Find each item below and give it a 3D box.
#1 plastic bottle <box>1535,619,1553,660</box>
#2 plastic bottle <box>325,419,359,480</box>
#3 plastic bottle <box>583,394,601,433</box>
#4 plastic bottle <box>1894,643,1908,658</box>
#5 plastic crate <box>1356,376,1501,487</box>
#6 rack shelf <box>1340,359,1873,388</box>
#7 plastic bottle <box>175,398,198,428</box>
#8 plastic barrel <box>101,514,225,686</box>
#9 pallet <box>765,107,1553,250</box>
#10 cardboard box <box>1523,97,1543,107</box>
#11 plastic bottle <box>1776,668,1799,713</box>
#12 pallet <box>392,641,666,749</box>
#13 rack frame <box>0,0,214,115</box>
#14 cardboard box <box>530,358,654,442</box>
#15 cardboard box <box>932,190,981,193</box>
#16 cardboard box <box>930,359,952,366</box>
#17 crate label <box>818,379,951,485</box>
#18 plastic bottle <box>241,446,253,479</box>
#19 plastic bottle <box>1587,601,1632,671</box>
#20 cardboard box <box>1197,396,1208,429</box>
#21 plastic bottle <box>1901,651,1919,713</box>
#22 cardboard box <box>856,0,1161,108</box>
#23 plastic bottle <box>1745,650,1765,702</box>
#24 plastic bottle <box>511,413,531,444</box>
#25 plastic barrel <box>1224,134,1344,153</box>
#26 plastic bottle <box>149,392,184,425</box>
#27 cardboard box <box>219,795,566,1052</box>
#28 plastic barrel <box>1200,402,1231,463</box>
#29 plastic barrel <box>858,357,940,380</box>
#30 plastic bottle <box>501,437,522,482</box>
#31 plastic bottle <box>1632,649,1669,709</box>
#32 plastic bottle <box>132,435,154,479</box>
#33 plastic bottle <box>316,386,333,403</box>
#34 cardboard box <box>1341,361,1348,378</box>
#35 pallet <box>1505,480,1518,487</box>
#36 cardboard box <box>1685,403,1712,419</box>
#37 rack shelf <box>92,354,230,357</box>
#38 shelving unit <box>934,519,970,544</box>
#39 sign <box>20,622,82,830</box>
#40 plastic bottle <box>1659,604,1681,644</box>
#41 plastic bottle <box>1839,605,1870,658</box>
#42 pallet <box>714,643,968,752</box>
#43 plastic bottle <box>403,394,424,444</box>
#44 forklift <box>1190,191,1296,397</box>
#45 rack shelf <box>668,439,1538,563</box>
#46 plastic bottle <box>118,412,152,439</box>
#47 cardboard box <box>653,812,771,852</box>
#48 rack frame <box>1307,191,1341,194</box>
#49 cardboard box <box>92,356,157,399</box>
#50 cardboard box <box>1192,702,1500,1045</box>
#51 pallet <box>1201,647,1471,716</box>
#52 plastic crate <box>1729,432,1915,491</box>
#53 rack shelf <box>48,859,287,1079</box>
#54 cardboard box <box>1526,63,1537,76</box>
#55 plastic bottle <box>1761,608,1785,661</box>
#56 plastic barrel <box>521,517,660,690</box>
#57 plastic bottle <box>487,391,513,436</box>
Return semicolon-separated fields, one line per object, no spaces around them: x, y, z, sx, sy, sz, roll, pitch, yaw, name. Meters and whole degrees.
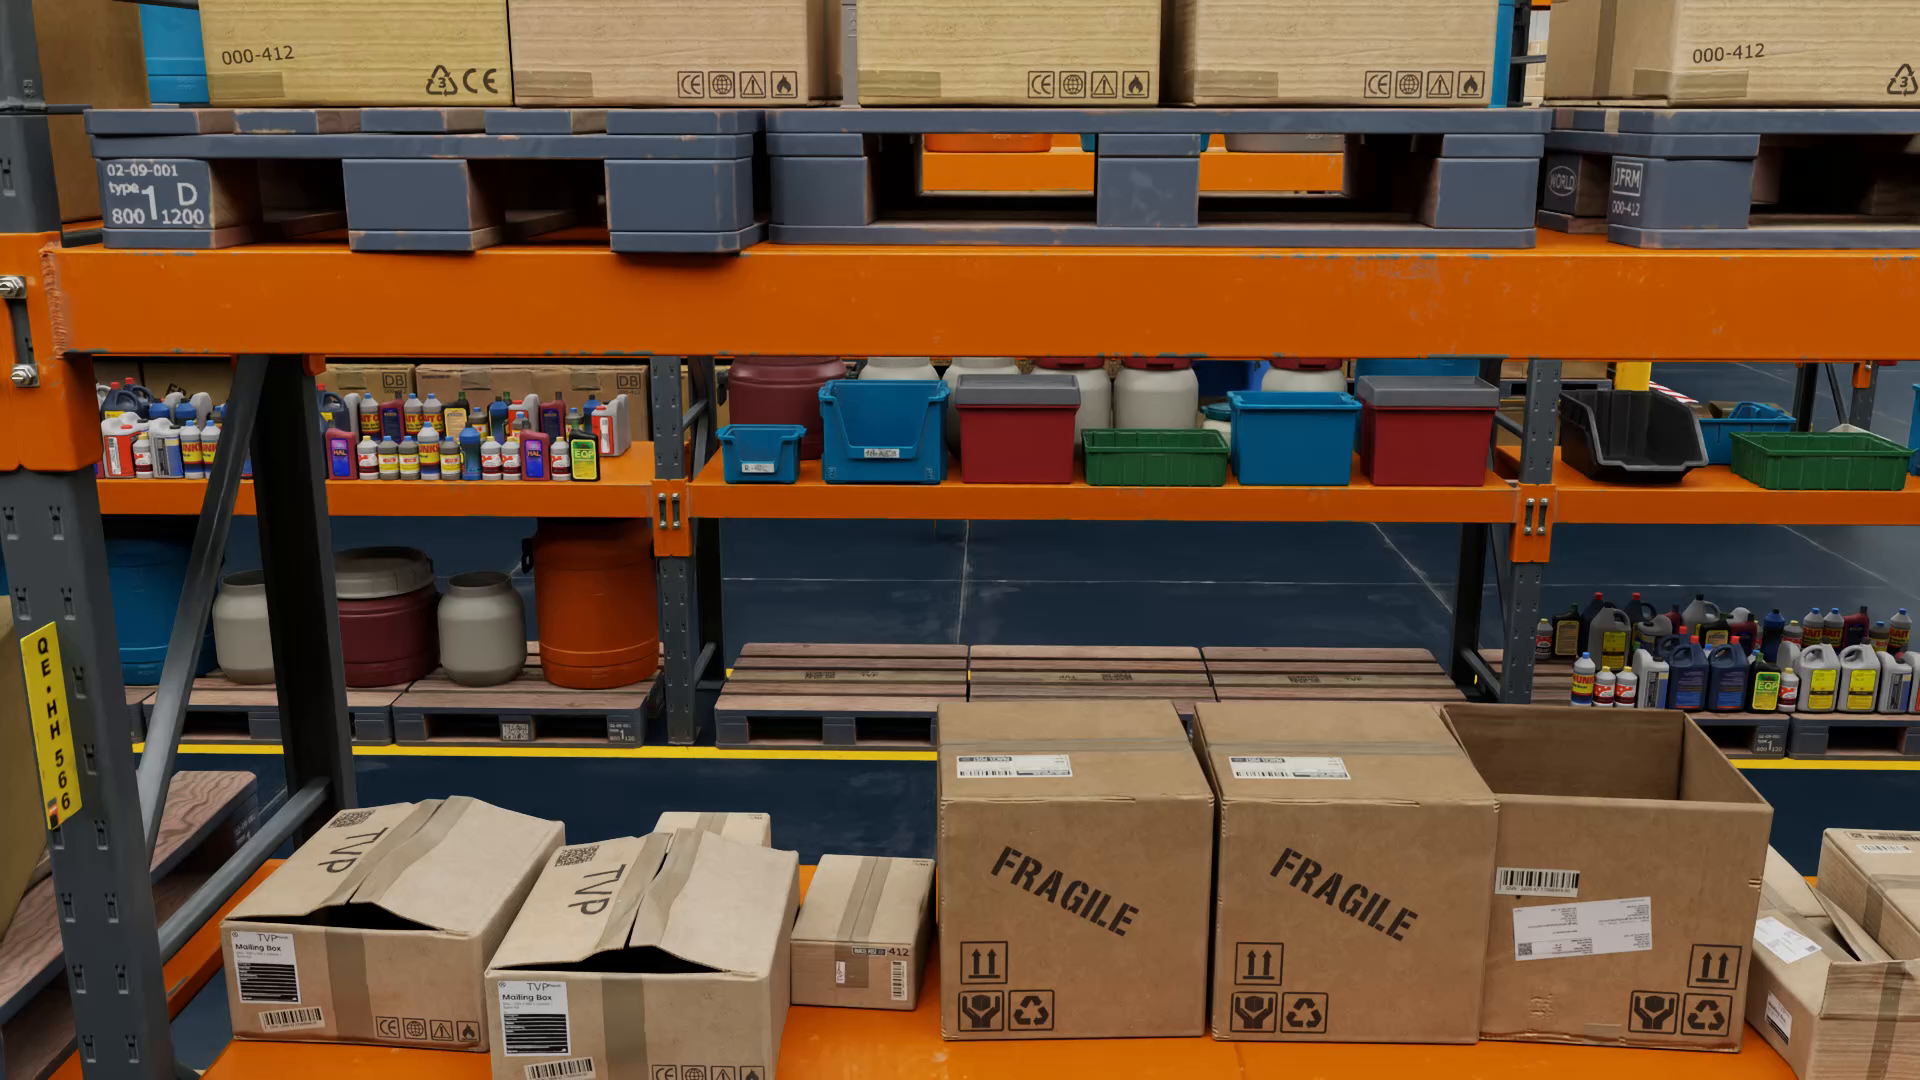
3.030;0.511;8.648;0.097;0.201;0.097;0;15;0;plastic bottle
-2.897;-0.424;7.794;0.133;0.283;0.061;0;15;1;plastic bottle
-1.879;-0.609;8.522;0.097;0.271;0.097;0;15;0;plastic bottle
4.562;0.638;8.004;0.133;0.283;0.061;0;15;1;plastic bottle
2.167;-0.509;7.763;0.583;0.464;0.402;0;15;1;plastic crate
4.785;-1.455;12.885;4.000;0.370;1.077;0;15;1;rack shelf
-3.917;-0.584;8.426;0.097;0.271;0.097;0;15;0;plastic bottle
-4.087;0.219;8.419;0.708;0.901;0.600;0;15;1;plastic barrel
0.329;-0.686;3.052;1.213;0.211;1.003;1;15;4;pallet
4.254;-3.117;12.189;0.500;0.250;0.500;0;15;-1;cardboard box
3.927;0.708;7.900;0.097;0.201;0.097;0;15;0;plastic bottle
-2.129;0.775;8.488;1.213;0.211;1.003;0;15;1;pallet
-1.470;-2.216;2.600;0.127;3.000;1.000;0;15;1;rack frame
-2.793;-1.035;13.225;0.875;0.875;1.225;0;15;2;cardboard box
-0.031;-3.629;17.561;0.500;0.500;0.700;0;15;1;cardboard box
-0.379;-2.194;17.864;0.750;0.750;1.050;0;15;1;cardboard box
-0.353;-0.520;7.863;0.616;0.435;0.502;0;15;1;crate label
-3.374;-0.470;7.838;0.185;0.351;0.144;0;15;1;plastic bottle
3.307;0.483;8.460;0.185;0.351;0.144;0;15;1;plastic bottle
1.696;-0.837;13.171;0.500;0.500;0.700;0;15;1;cardboard box
4.559;0.669;7.902;0.135;0.276;0.152;0;15;2;plastic bottle
0.081;-0.902;2.971;0.500;0.250;0.500;0;15;0;cardboard box
3.792;0.658;7.953;0.097;0.271;0.097;0;15;0;plastic bottle
-2.211;-0.539;8.392;0.097;0.201;0.097;0;15;0;plastic bottle
1.491;-2.198;7.427;0.600;0.901;0.600;0;15;0;plastic barrel
-4.067;-0.619;8.549;0.135;0.276;0.152;0;15;1;plastic bottle
-1.107;0.741;3.326;0.500;0.311;0.500;1;15;5;cardboard box
1.340;-0.534;8.253;0.301;0.262;0.301;0;15;0;plastic barrel
-0.306;-0.681;8.320;0.421;0.512;0.421;0;15;0;plastic barrel
-2.100;-0.383;7.803;0.097;0.201;0.097;0;15;0;plastic bottle
3.290;0.661;7.933;0.135;0.276;0.152;1;15;3;plastic bottle
-3.844;-0.395;7.846;0.097;0.201;0.097;0;15;0;plastic bottle
-3.310;-0.651;8.525;0.185;0.351;0.144;0;15;1;plastic bottle
3.640;-2.234;17.768;0.875;0.875;0.875;1;15;2;cardboard box
4.681;-0.465;13.188;1.213;0.211;1.003;0;15;1;pallet
5.562;-0.788;13.022;0.500;0.500;0.500;4;15;16;cardboard box
-7.211;-1.533;13.181;4.000;0.370;1.077;0;15;1;rack shelf
-0.053;-0.508;11.707;0.252;1.050;0.215;0;15;1;shelving unit
-1.474;0.301;2.703;0.005;0.325;0.100;0;15;1;sign
3.666;0.470;8.639;0.133;0.283;0.061;1;15;5;plastic bottle
4.628;0.477;8.615;0.133;0.283;0.061;1;15;2;plastic bottle
-0.566;0.785;8.453;1.213;0.211;1.003;0;15;1;pallet
-2.803;-0.615;8.545;0.097;0.271;0.097;0;15;0;plastic bottle
2.470;-2.317;14.875;1.130;2.935;3.031;6;16;22;forklift
0.660;-0.218;8.196;4.000;0.370;1.077;0;15;1;rack shelf
-3.956;-0.477;8.013;0.135;0.276;0.152;0;15;1;plastic bottle
-0.564;0.741;3.643;0.250;0.149;0.380;0;15;1;cardboard box
2.786;-1.816;12.842;0.127;3.000;1.000;0;15;1;rack frame
-6.769;-1.074;13.373;0.875;0.875;0.875;0;15;1;cardboard box
0.734;0.646;3.314;0.500;0.500;0.500;0;15;2;cardboard box
1.873;0.800;8.392;1.213;0.211;1.003;0;15;1;pallet
4.009;-0.369;7.775;0.662;0.188;0.450;0;15;1;plastic crate
-3.469;1.019;3.507;4.000;0.370;1.077;0;15;1;rack shelf
5.514;-4.766;16.836;0.500;0.250;0.500;0;15;1;cardboard box
4.208;0.484;8.610;0.097;0.271;0.097;0;15;0;plastic bottle
-1.829;0.269;8.372;0.708;0.830;0.600;0;15;1;plastic barrel
-2.359;-0.623;8.550;0.133;0.283;0.061;0;15;1;plastic bottle
